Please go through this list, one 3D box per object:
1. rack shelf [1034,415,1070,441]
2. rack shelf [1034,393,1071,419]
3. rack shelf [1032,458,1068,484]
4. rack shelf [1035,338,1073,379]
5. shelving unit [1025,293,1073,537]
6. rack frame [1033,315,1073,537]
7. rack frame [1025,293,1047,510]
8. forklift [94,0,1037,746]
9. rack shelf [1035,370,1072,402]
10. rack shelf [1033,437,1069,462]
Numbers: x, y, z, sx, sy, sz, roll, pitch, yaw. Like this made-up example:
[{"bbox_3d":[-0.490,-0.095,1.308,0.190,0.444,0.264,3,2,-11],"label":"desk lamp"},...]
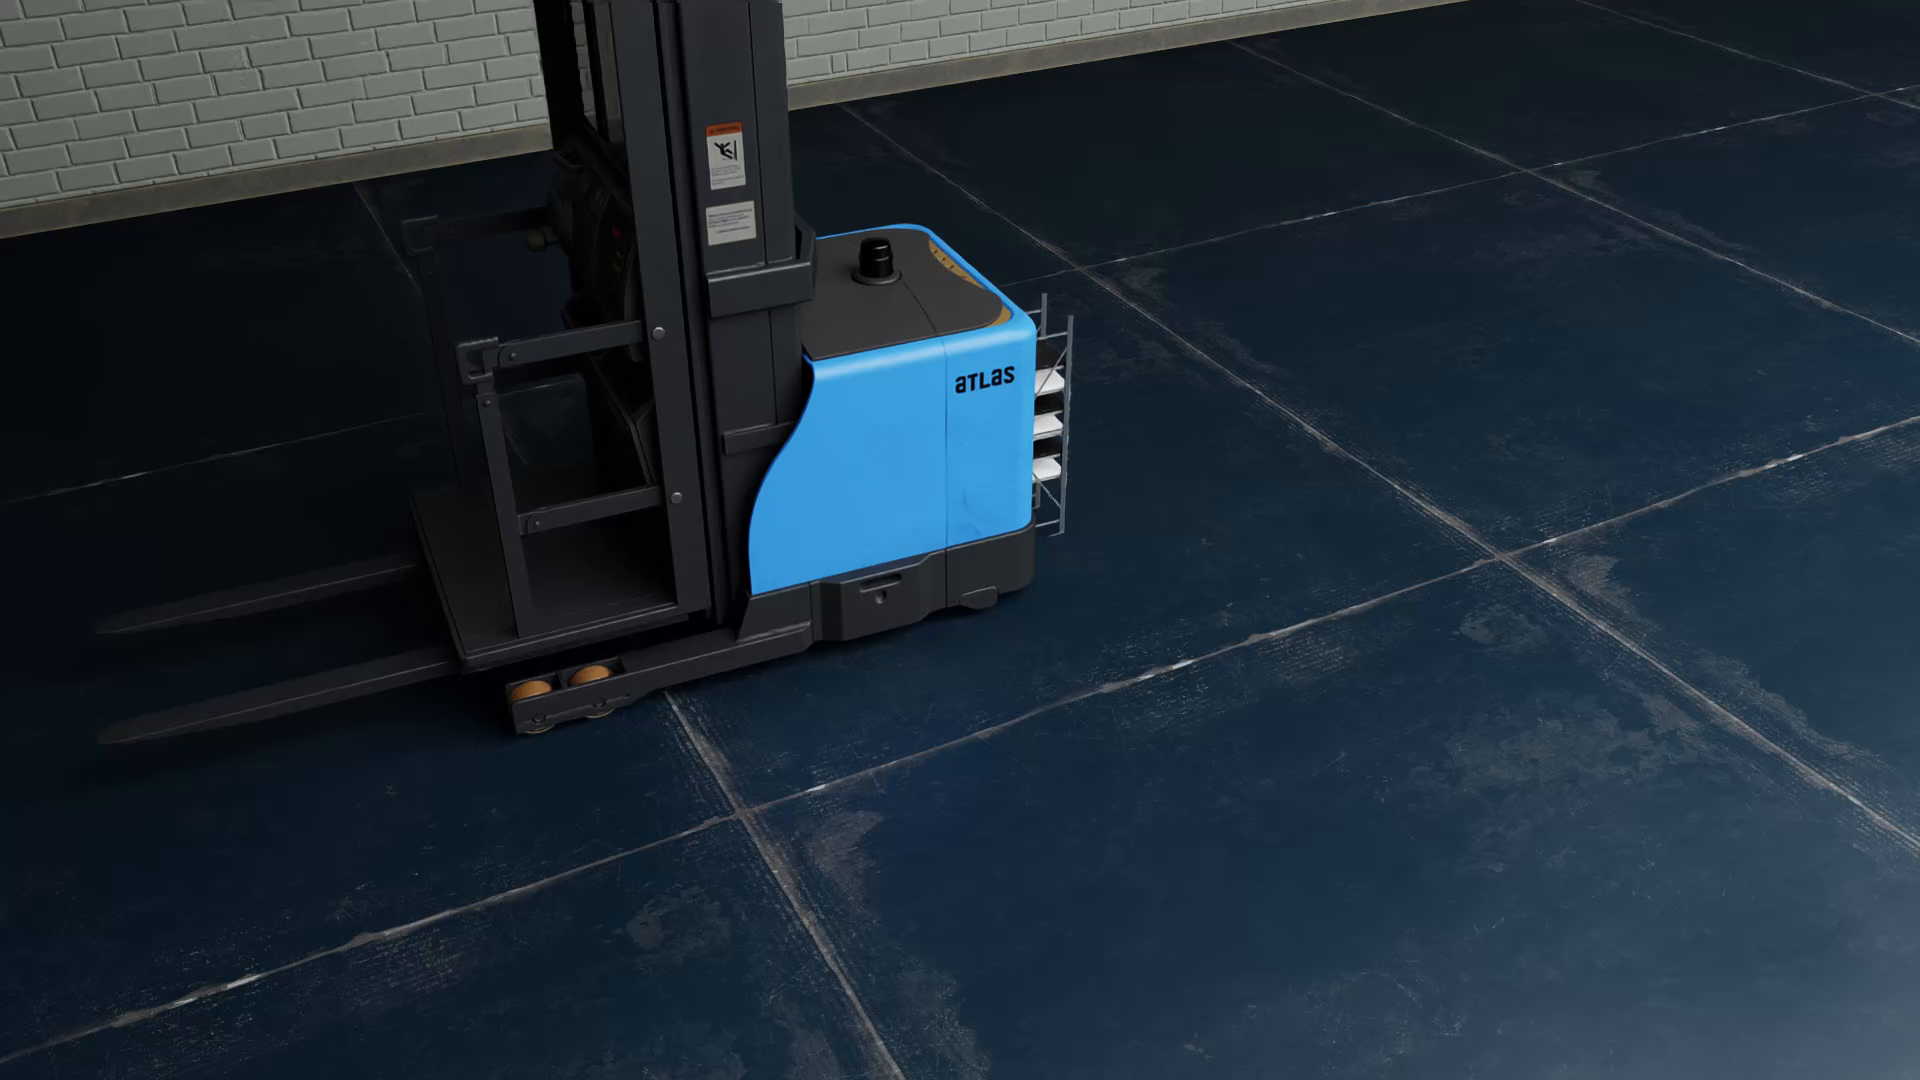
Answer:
[{"bbox_3d":[0.242,-0.401,6.103,0.258,0.077,0.200,-13,35,-20],"label":"rack shelf"},{"bbox_3d":[0.242,-0.477,6.054,0.258,0.077,0.200,-13,35,-20],"label":"rack shelf"},{"bbox_3d":[0.241,-0.249,6.200,0.258,0.077,0.200,-13,35,-20],"label":"rack shelf"},{"bbox_3d":[0.243,-0.629,5.957,0.258,0.077,0.200,-13,35,-20],"label":"rack shelf"},{"bbox_3d":[0.242,-0.429,6.085,0.258,0.900,0.210,-13,35,-20],"label":"shelving unit"},{"bbox_3d":[0.284,-0.379,6.007,0.240,0.900,0.006,-13,35,-20],"label":"rack frame"},{"bbox_3d":[0.200,-0.479,6.163,0.240,0.900,0.006,-13,35,-20],"label":"rack frame"},{"bbox_3d":[-1.298,-0.943,5.005,3.031,2.935,1.130,-14,35,-20],"label":"forklift"},{"bbox_3d":[0.242,-0.553,6.006,0.258,0.077,0.200,-13,35,-20],"label":"rack shelf"},{"bbox_3d":[0.241,-0.325,6.151,0.258,0.077,0.200,-13,35,-20],"label":"rack shelf"}]
